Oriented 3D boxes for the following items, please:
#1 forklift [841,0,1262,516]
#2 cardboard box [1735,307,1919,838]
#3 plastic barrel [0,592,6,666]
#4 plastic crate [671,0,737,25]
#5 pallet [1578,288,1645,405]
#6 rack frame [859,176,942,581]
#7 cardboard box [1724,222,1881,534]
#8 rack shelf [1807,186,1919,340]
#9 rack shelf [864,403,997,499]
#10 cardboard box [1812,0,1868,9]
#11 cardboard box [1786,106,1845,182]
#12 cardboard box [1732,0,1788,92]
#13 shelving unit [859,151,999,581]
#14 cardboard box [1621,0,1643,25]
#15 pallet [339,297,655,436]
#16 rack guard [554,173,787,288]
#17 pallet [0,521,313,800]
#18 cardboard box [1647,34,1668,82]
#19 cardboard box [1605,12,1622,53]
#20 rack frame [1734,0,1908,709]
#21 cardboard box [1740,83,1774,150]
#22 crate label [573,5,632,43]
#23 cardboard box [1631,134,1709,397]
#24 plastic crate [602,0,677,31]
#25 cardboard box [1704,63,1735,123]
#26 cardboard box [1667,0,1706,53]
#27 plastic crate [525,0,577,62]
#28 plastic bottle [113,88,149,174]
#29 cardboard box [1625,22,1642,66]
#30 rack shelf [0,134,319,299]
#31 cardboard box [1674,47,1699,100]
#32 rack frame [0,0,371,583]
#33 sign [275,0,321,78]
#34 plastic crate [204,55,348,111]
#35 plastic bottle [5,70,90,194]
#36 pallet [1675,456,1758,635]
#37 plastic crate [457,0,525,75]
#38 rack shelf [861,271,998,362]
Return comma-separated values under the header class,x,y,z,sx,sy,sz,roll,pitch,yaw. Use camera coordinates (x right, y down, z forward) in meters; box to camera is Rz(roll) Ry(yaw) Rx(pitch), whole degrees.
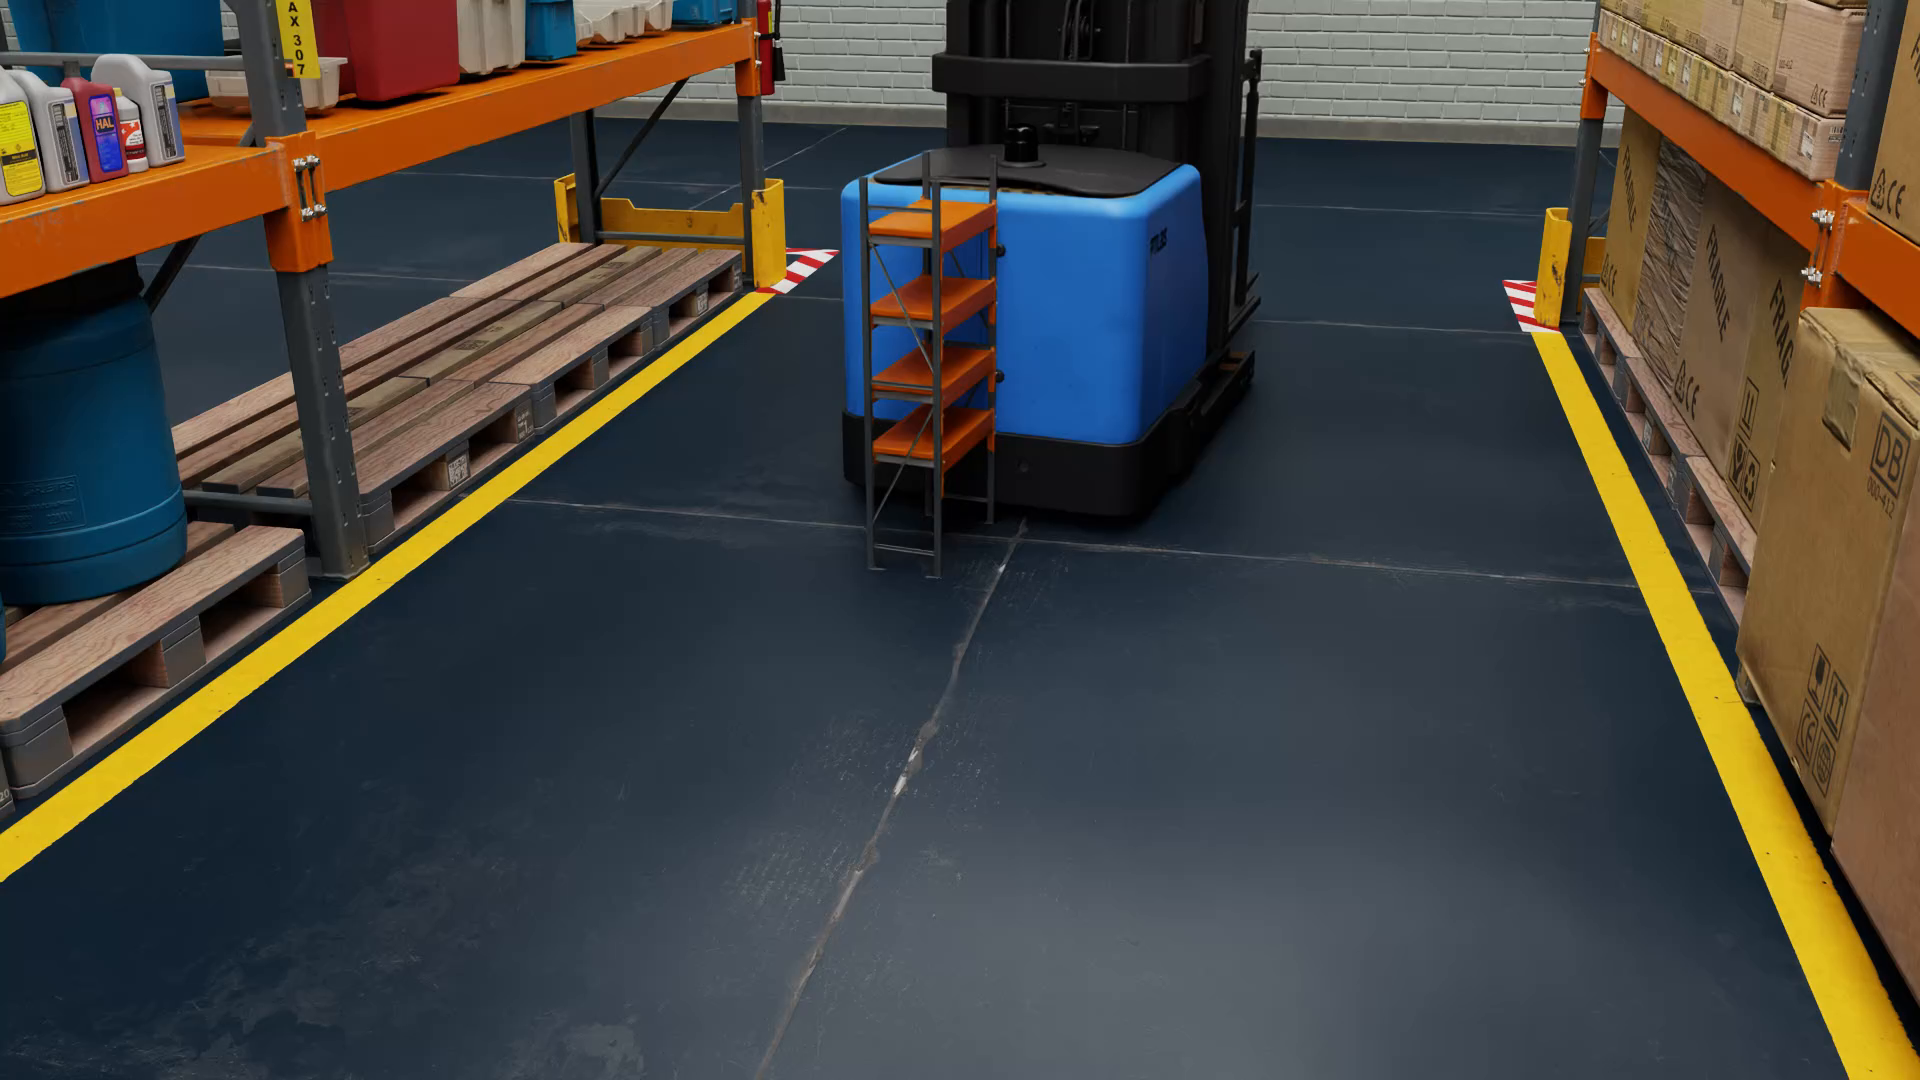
class,x,y,z,sx,sy,sz,roll,pitch,yaw
forklift,0.585,-1.955,6.285,1.130,2.935,3.031,8,23,19
cardboard box,2.413,0.081,3.419,1.225,0.875,0.875,5,22,11
plastic barrel,-2.596,-0.088,3.803,0.600,0.901,0.708,4,22,11
plastic crate,-1.394,-2.693,7.898,0.616,0.435,0.499,4,22,11
pallet,3.254,-0.816,7.098,1.003,0.211,1.213,4,22,11
rack frame,-0.169,-0.450,4.865,0.240,1.200,0.015,8,23,19
cardboard box,2.737,-0.390,4.588,0.875,0.875,0.875,4,22,11
rack shelf,2.116,0.120,2.004,1.077,0.370,4.000,4,22,11
rack shelf,-0.085,-0.289,5.177,0.258,0.148,0.480,8,23,19
cardboard box,2.357,-1.550,3.986,0.500,0.500,0.500,5,22,12
cardboard box,2.266,-0.965,4.071,0.380,0.149,0.250,5,22,11
cardboard box,2.461,-1.385,4.579,0.500,0.250,0.500,5,23,13
shelving unit,-0.085,-0.536,5.078,0.258,1.200,0.503,8,23,19
cardboard box,2.879,-2.131,6.432,0.500,0.250,0.500,4,22,10
pallet,-1.965,-0.749,6.930,1.003,0.211,1.213,4,22,11
rack guard,-1.516,-1.636,8.747,1.175,0.500,0.348,4,22,11
pallet,-2.523,0.250,4.451,1.003,0.211,1.213,4,22,11
cardboard box,2.685,-1.717,5.937,0.380,0.149,0.250,4,22,10
cardboard box,2.894,-2.093,6.872,0.380,0.149,0.250,4,22,10
rack frame,2.525,-0.945,3.686,1.000,3.000,0.127,4,22,11
cardboard box,2.371,-1.153,4.538,0.380,0.149,0.250,4,22,10
crate label,-1.603,-2.171,7.001,0.396,0.136,0.243,4,22,11
cardboard box,3.103,-1.044,6.214,0.875,0.875,0.875,4,22,11
plastic crate,-1.497,-2.379,7.519,0.396,0.136,0.243,4,22,11
cardboard box,2.476,-1.342,5.006,0.380,0.149,0.250,5,22,12
cardboard box,2.671,-1.756,5.502,0.500,0.250,0.500,4,22,10
plastic crate,-1.676,-1.965,6.362,0.416,0.233,0.300,4,22,11
plastic bottle,-2.085,-1.017,4.131,0.097,0.201,0.097,0,22,0
cardboard box,2.790,-1.904,6.402,0.380,0.149,0.250,4,22,10
rack shelf,-2.732,-0.258,2.941,1.077,0.370,4.000,4,22,11
cardboard box,2.581,-1.528,5.469,0.380,0.149,0.250,5,22,12
rack frame,-2.324,-1.323,4.623,1.000,3.000,0.127,4,22,11
sign,-1.786,-1.409,4.466,0.100,0.325,0.005,4,22,11
plastic crate,-2.089,-1.388,5.057,0.396,0.136,0.243,4,22,11
plastic bottle,-2.163,-0.963,3.895,0.152,0.276,0.135,4,22,11
pallet,2.756,0.076,4.882,1.003,0.211,1.213,4,22,11
plastic crate,-1.832,-1.840,5.986,0.437,0.282,0.530,4,22,11
rack shelf,-0.085,-0.681,5.019,0.258,0.148,0.480,8,23,19
